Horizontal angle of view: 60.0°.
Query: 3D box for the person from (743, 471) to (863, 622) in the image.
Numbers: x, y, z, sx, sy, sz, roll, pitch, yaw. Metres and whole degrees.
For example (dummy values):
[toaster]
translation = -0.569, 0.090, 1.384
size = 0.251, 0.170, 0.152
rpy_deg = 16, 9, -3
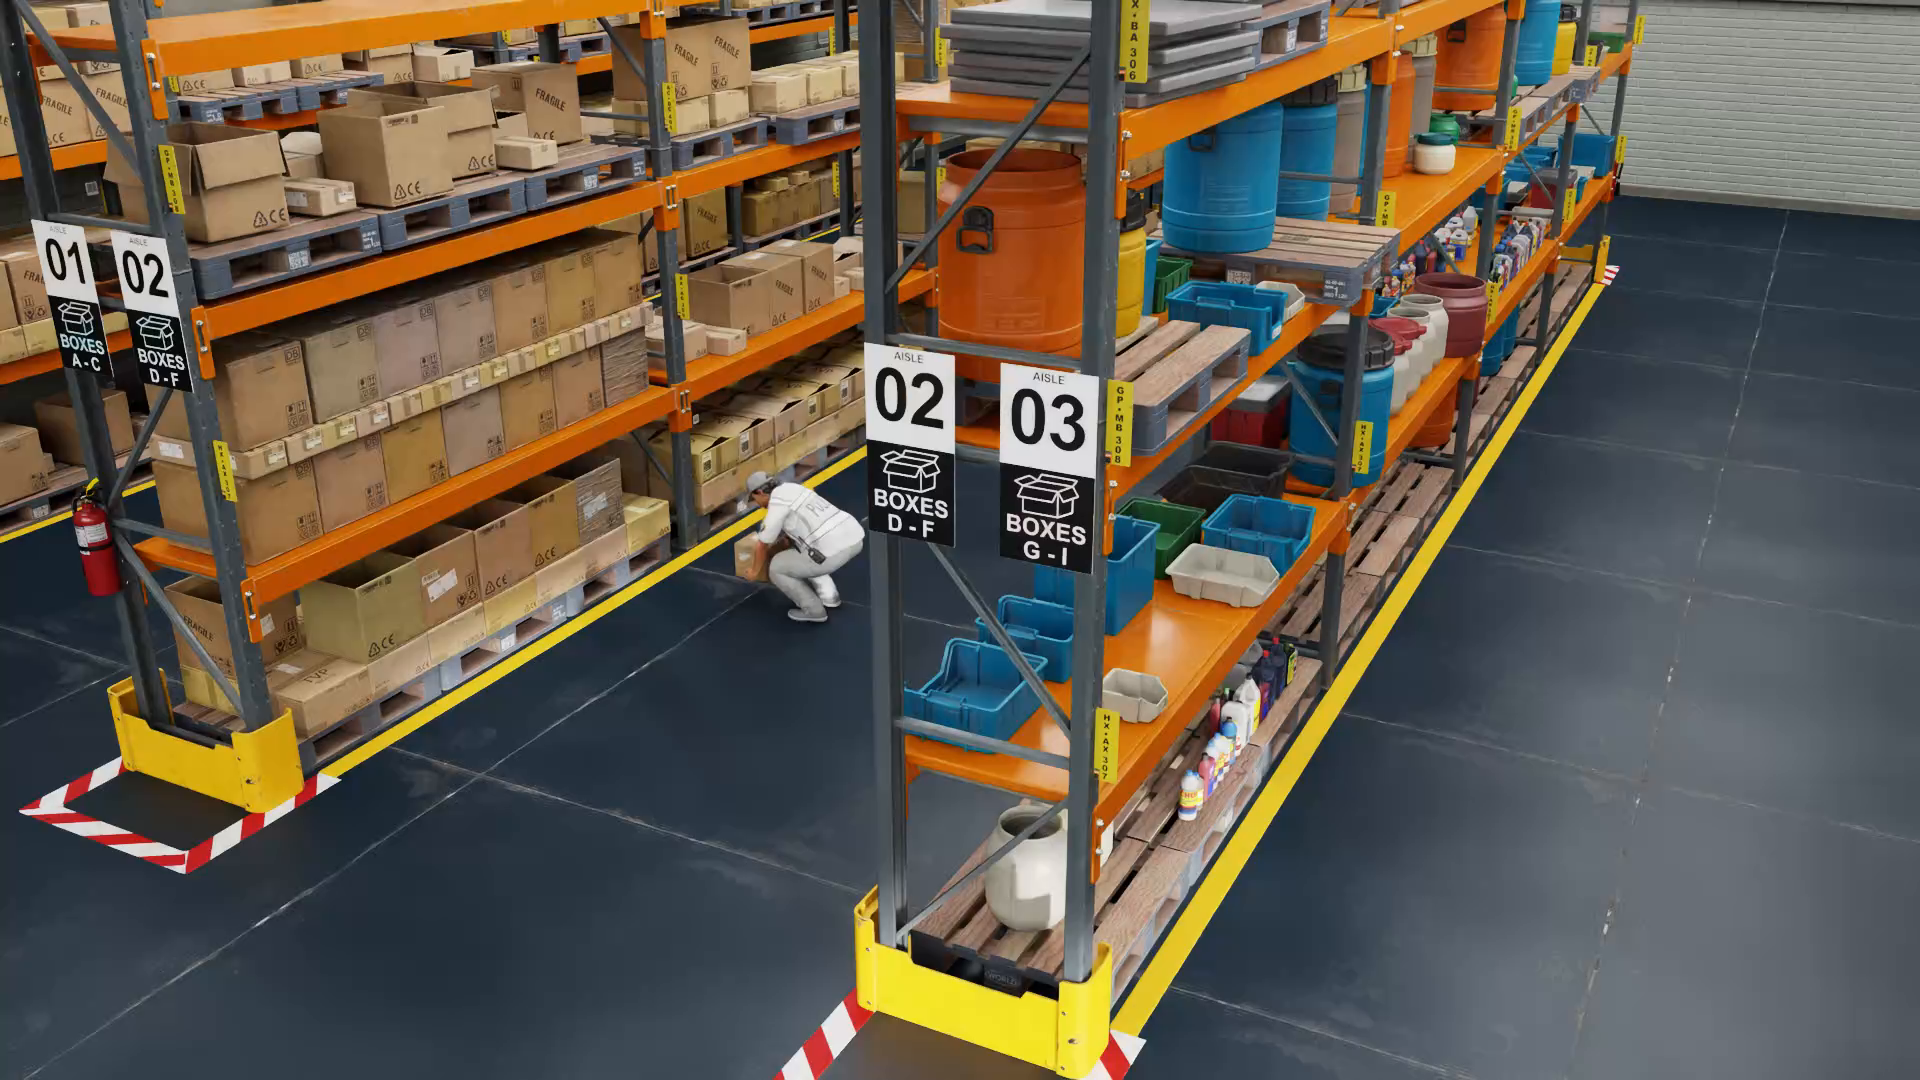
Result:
[person]
translation = -1.095, 0.033, 11.507
size = 0.817, 1.002, 0.520
rpy_deg = 11, 25, 24
